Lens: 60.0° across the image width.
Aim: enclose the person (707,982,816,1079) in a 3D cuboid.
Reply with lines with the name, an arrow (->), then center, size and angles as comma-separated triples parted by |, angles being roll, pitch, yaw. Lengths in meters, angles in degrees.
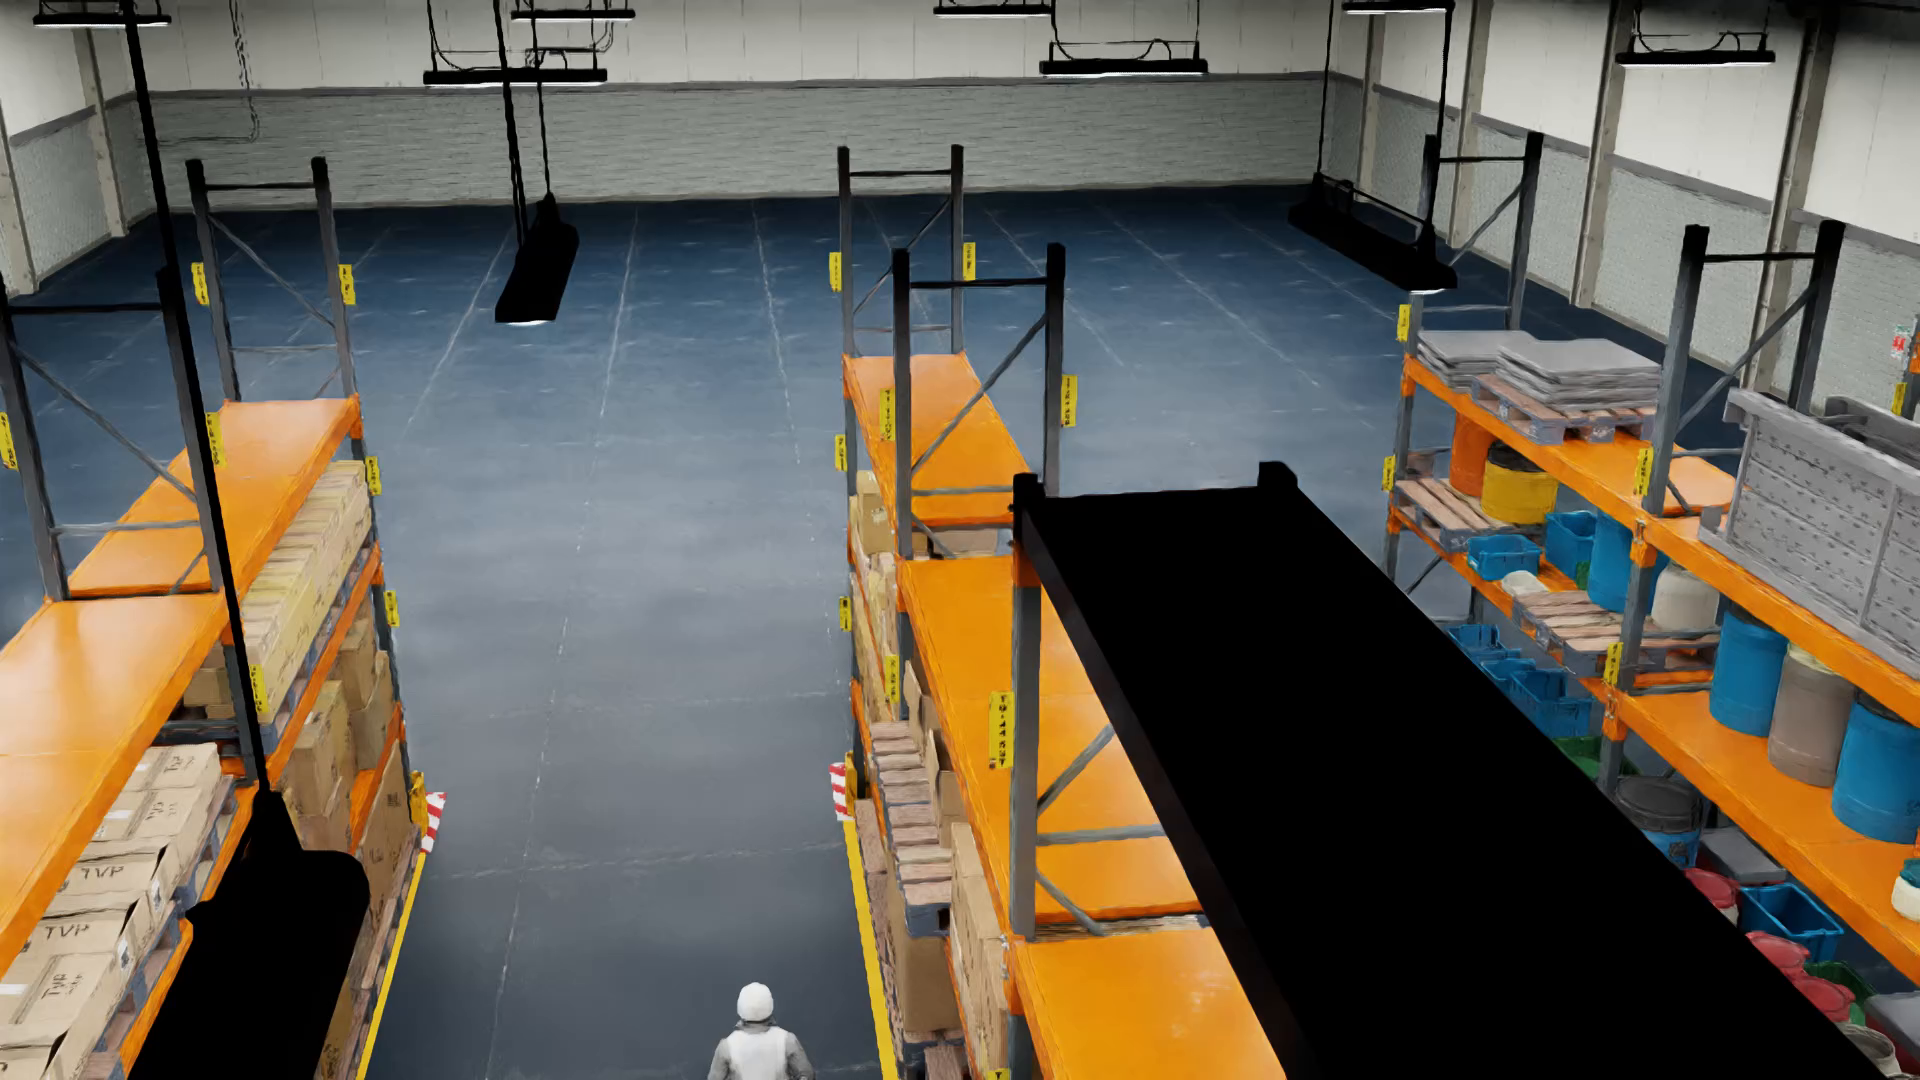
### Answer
person -> -1.228, 3.558, 10.334 | 0.677, 1.726, 0.574 | -4, 22, -10
